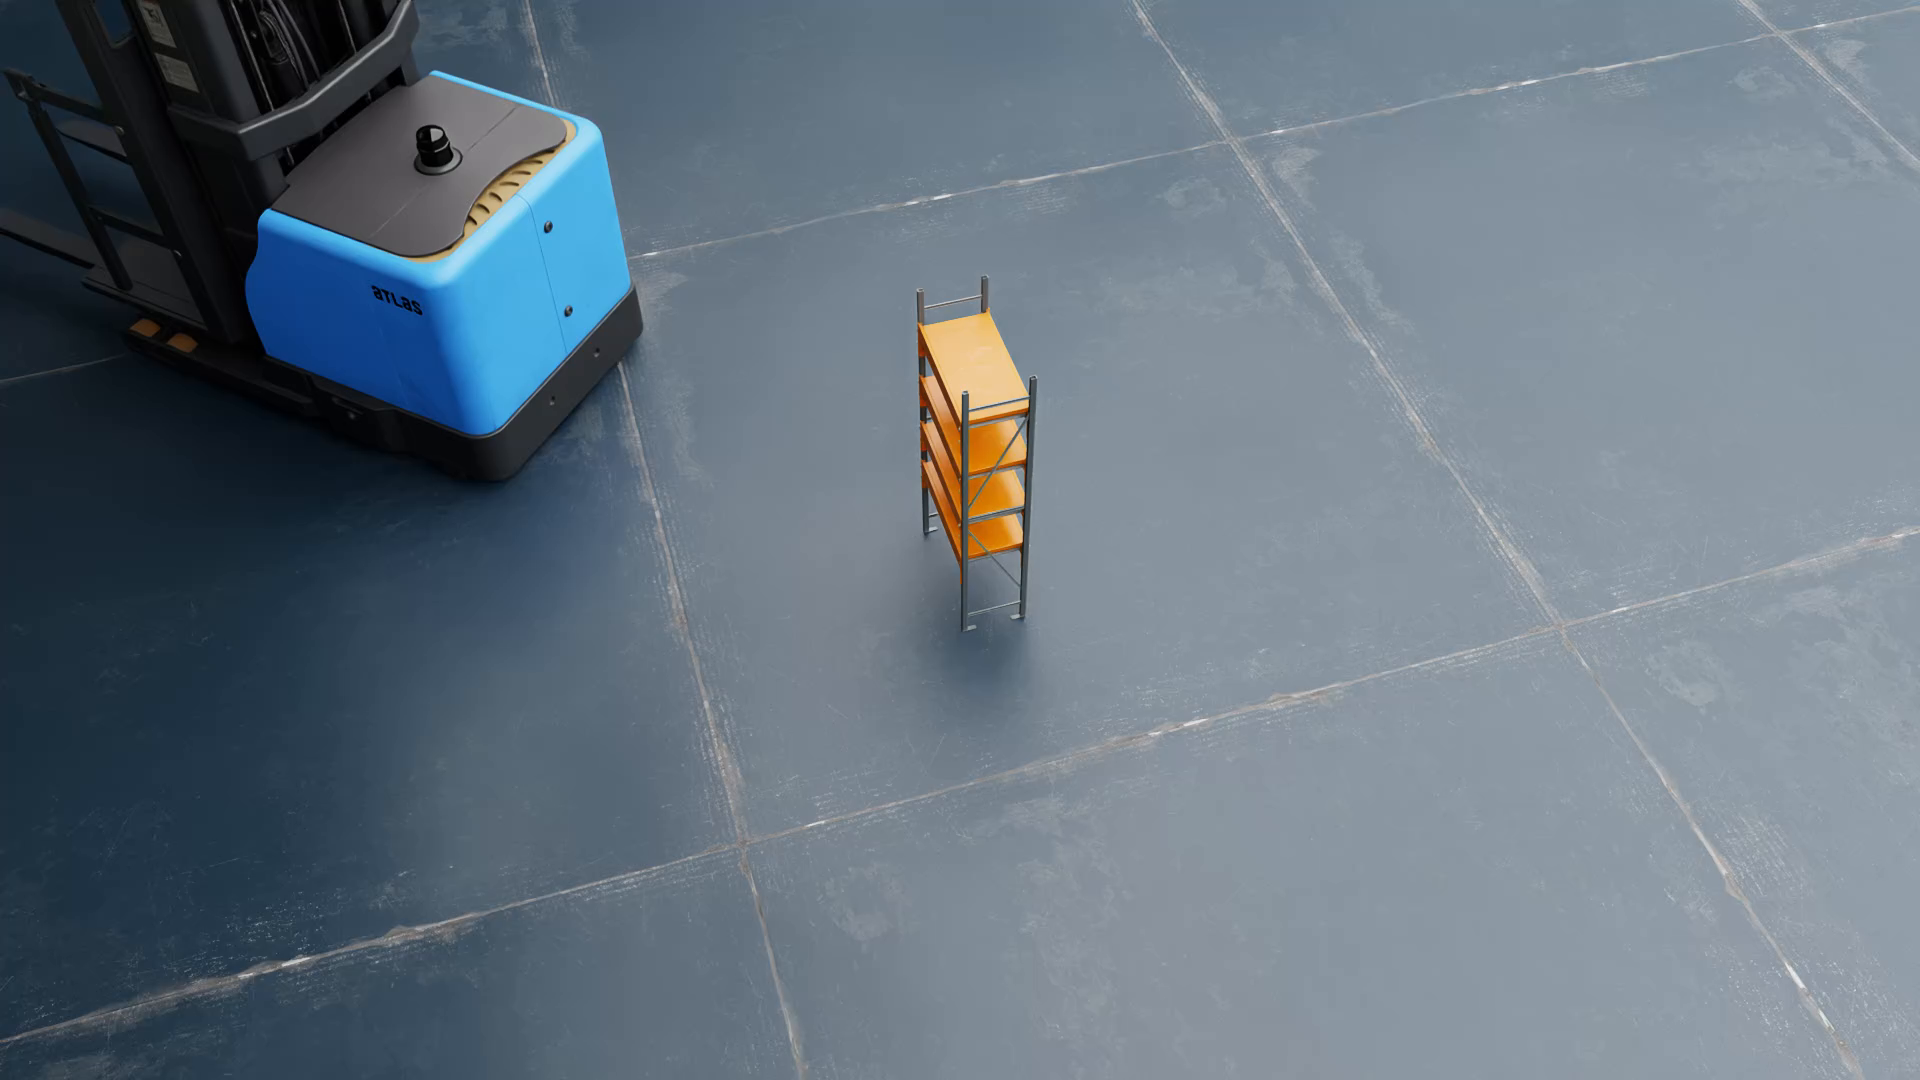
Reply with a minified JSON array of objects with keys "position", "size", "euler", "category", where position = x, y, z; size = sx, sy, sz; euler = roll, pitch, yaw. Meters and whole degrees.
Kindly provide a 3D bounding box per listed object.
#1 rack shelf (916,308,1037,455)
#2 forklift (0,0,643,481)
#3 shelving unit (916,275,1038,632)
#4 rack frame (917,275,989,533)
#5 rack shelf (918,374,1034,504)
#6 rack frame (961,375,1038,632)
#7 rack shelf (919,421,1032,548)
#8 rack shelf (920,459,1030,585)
[{"position":[0.049,-0.519,5.389],"size":[0.258,0.148,0.480],"euler":[-13,51,-11],"category":"rack shelf"},{"position":[-2.867,-1.968,5.992],"size":[3.031,2.935,1.130],"euler":[21,53,17],"category":"forklift"},{"position":[0.049,-0.266,5.689],"size":[0.258,1.200,0.503],"euler":[-13,51,-11],"category":"shelving unit"},{"position":[-0.023,-0.444,5.840],"size":[0.240,1.200,0.015],"euler":[-13,51,-11],"category":"rack frame"},{"position":[0.049,-0.367,5.570],"size":[0.258,0.148,0.480],"euler":[-13,51,-11],"category":"rack shelf"},{"position":[0.121,-0.088,5.539],"size":[0.240,1.200,0.015],"euler":[-13,51,-11],"category":"rack frame"},{"position":[0.049,-0.222,5.741],"size":[0.258,0.148,0.480],"euler":[-13,51,-11],"category":"rack shelf"},{"position":[0.049,-0.094,5.893],"size":[0.258,0.148,0.480],"euler":[-13,51,-11],"category":"rack shelf"}]
